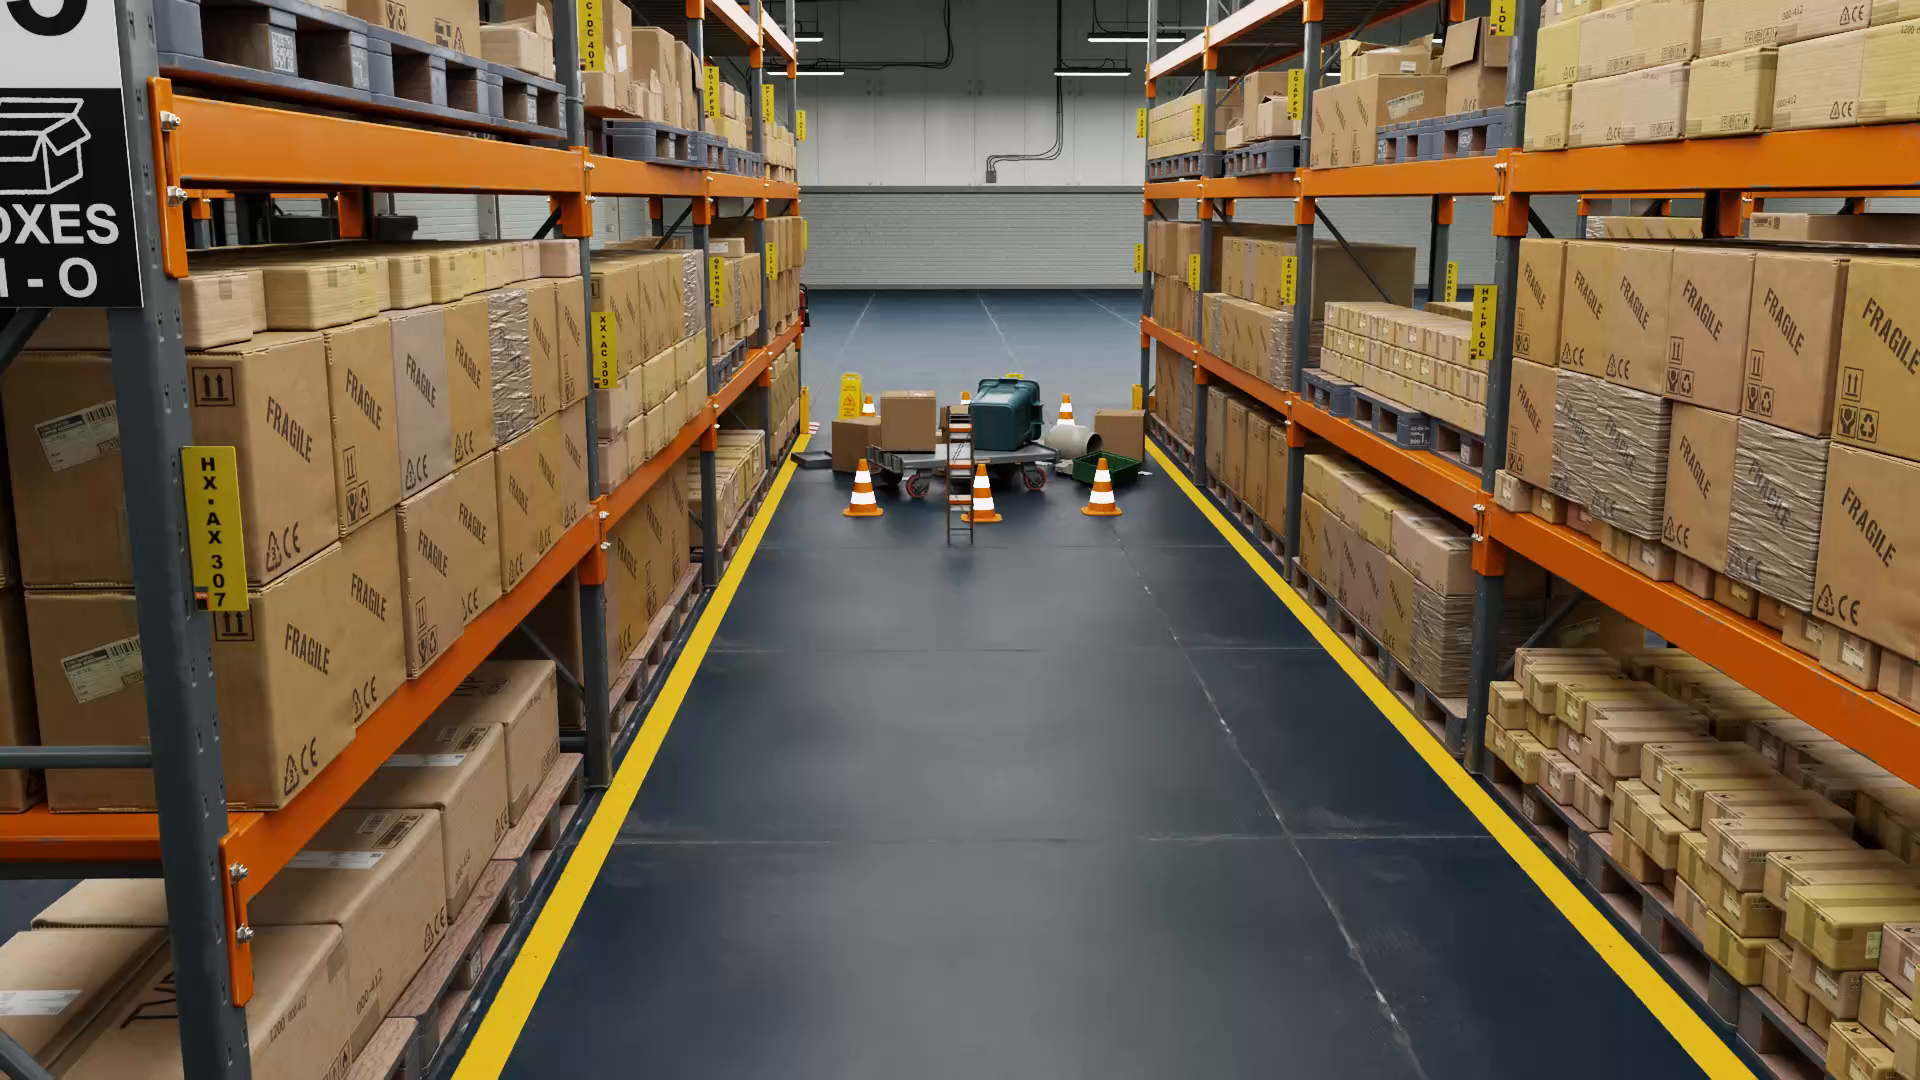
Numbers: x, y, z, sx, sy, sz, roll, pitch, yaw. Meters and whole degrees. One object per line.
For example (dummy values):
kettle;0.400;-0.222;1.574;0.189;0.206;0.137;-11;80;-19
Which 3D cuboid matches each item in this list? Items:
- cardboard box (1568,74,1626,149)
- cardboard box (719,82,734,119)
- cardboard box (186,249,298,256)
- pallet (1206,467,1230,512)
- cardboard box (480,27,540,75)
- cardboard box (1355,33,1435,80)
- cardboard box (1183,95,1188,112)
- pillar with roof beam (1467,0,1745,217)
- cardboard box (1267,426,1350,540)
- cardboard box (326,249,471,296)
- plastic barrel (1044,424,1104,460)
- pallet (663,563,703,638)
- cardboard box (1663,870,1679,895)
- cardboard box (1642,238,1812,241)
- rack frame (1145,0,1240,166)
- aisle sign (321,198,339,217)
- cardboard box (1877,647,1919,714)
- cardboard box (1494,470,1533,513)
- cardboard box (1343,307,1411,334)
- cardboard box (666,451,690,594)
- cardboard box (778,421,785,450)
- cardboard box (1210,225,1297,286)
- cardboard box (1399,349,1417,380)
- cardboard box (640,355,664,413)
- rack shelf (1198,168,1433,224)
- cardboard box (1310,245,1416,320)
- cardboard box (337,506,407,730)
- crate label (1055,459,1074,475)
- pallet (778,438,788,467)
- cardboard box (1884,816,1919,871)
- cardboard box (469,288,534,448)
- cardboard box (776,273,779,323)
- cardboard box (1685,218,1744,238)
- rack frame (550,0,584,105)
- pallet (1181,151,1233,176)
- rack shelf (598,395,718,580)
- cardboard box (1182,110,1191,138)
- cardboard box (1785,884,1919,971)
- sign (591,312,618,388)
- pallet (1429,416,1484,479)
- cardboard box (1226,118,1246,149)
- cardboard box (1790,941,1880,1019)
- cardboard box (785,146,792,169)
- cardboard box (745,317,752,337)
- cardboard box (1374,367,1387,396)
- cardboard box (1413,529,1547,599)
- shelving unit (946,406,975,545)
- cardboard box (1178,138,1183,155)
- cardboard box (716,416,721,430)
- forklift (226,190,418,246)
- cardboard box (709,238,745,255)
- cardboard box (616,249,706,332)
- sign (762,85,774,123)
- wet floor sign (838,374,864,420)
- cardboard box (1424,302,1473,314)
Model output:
cardboard box;2.624;-1.596;6.214;0.500;0.250;0.500;0;11;-2
cardboard box;-2.071;-3.472;13.147;0.500;0.250;0.500;0;11;0
cardboard box;-2.328;-0.842;5.266;0.380;0.149;0.250;0;11;-1
pallet;2.785;-0.463;14.808;1.003;0.211;1.213;0;11;-1
cardboard box;-1.749;-1.775;6.044;0.380;0.149;0.250;0;11;0
cardboard box;2.564;-2.847;9.825;0.396;0.266;0.258;0;11;-1
cardboard box;2.353;-4.196;15.972;0.380;0.149;0.250;0;11;0
pillar with roof beam;18.384;-11.589;47.550;9.100;9.000;0.548;0;11;-1
cardboard box;2.854;-0.412;12.146;1.050;0.750;0.750;0;11;-2
cardboard box;-1.780;-0.845;5.284;0.380;0.149;0.250;0;11;-1
plastic barrel;1.137;-0.939;16.622;0.512;0.421;0.421;9;15;38
pallet;-2.230;0.377;10.670;1.003;0.211;1.213;0;11;-1
cardboard box;2.695;1.183;5.799;0.380;0.149;0.250;0;11;0
cardboard box;3.139;-0.984;6.853;0.500;0.500;0.500;-1;11;-3
rack frame;2.611;-5.717;18.608;1.000;3.000;0.127;0;11;-1
aisle sign;-7.006;-4.004;18.713;0.394;0.787;0.004;0;11;-1
cardboard box;2.664;0.363;4.356;0.380;0.149;0.250;0;11;-2
cardboard box;2.538;-0.211;7.187;0.380;0.149;0.250;0;11;1
cardboard box;2.601;-1.366;10.330;0.380;0.149;0.250;0;11;-1
cardboard box;-2.239;-0.174;10.658;0.875;0.875;0.875;0;11;-2
cardboard box;-2.018;-1.024;16.424;0.500;0.250;0.500;0;11;2
cardboard box;2.720;-2.658;15.525;0.875;0.550;0.550;0;11;-1
cardboard box;2.622;-0.961;9.078;0.380;0.149;0.250;0;11;-1
cardboard box;-1.838;-0.816;8.655;0.500;0.250;0.500;0;11;0
rack shelf;2.735;-2.702;13.099;1.077;0.370;4.000;0;11;-1
cardboard box;2.777;-1.815;11.697;0.700;0.500;0.500;0;11;-1
cardboard box;-1.766;0.198;4.289;0.500;0.500;0.500;0;11;-2
crate label;1.078;-0.706;16.193;0.298;0.136;0.250;-10;15;-40
pallet;-2.331;-0.952;17.219;1.003;0.211;1.213;0;11;-1
cardboard box;3.183;0.988;5.261;0.380;0.149;0.250;0;11;1
cardboard box;-1.780;-0.596;5.685;0.500;0.500;0.500;0;11;0
cardboard box;-2.017;-2.325;15.975;0.500;0.500;0.500;0;11;-1
cardboard box;7.359;-2.855;16.073;0.500;0.500;0.500;0;11;-1
rack frame;-2.088;-3.292;6.651;1.000;3.000;0.127;0;11;-1
pallet;2.687;-3.571;15.798;1.003;0.211;1.213;0;11;-1
rack shelf;-2.129;-0.397;9.279;1.077;0.370;4.000;0;11;-1
cardboard box;2.417;-3.977;15.893;0.500;0.250;0.500;0;11;-1
cardboard box;2.597;1.098;4.722;0.380;0.149;0.250;0;11;-2
sign;-1.533;-0.817;7.166;0.100;0.325;0.005;0;11;-1
pallet;2.989;-0.450;8.218;1.003;0.211;1.213;0;11;-1
cardboard box;2.457;-3.520;14.352;0.258;0.266;0.396;0;11;-2
cardboard box;2.633;1.242;4.760;0.380;0.149;0.250;-1;11;-3
cardboard box;-2.060;-4.079;17.703;0.500;0.250;0.500;0;11;-2
cardboard box;-1.929;-1.769;13.811;0.380;0.149;0.250;0;11;-1
cardboard box;2.613;-0.916;9.608;0.380;0.149;0.250;0;11;0
cardboard box;2.591;0.113;8.304;0.500;0.250;0.500;-1;11;-3
shelving unit;0.001;-0.504;12.902;0.215;1.050;0.252;0;11;-1
cardboard box;2.345;-3.857;16.306;0.380;0.149;0.250;0;11;0
cardboard box;-2.534;-1.284;15.817;0.500;0.500;0.500;0;11;-2
forklift;-4.759;-1.430;12.738;1.130;2.935;3.031;0;11;-2
cardboard box;-1.991;-2.432;13.818;0.380;0.149;0.250;-1;11;-3
cardboard box;-1.898;-1.584;10.556;0.500;0.500;0.500;-1;11;-3
sign;-1.698;-3.861;14.712;0.100;0.325;0.005;0;11;-1
wet floor sign;-1.270;-1.625;19.447;0.267;0.644;0.232;4;12;18
cardboard box;3.245;-1.466;10.819;0.380;0.149;0.250;-1;11;-3
